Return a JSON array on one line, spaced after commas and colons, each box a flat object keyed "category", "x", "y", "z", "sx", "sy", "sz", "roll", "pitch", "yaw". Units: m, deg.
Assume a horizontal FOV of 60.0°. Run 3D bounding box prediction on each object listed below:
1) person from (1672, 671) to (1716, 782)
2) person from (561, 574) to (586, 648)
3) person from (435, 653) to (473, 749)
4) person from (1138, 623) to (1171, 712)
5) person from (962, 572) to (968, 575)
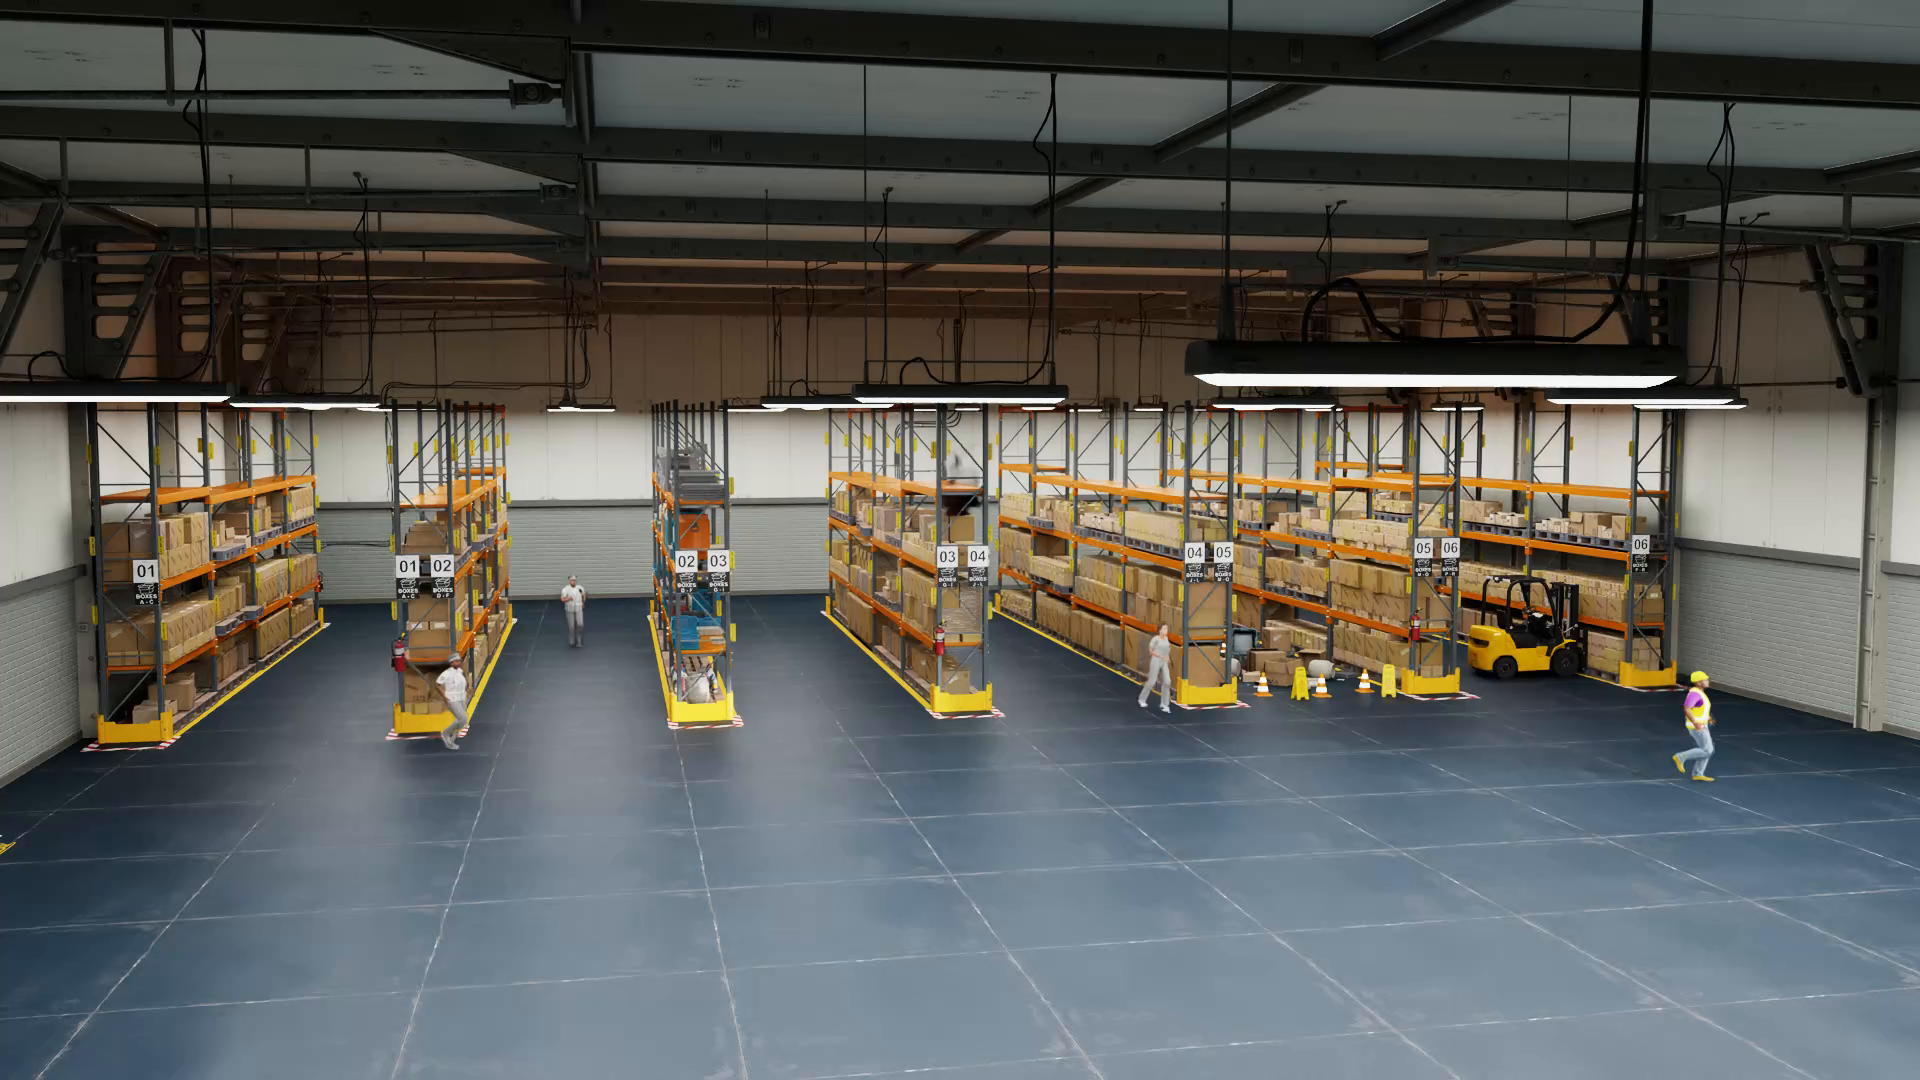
[{"category": "person", "x": 11.500, "y": 2.912, "z": 26.025, "sx": 0.603, "sy": 1.728, "sz": 0.722, "roll": 2, "pitch": 5, "yaw": 27}, {"category": "person", "x": -9.500, "y": 1.764, "z": 40.961, "sx": 0.640, "sy": 1.840, "sz": 0.726, "roll": -2, "pitch": 5, "yaw": -21}, {"category": "person", "x": -8.598, "y": 2.750, "z": 28.437, "sx": 0.568, "sy": 1.664, "sz": 0.565, "roll": 1, "pitch": 5, "yaw": 19}, {"category": "person", "x": 3.883, "y": 2.463, "z": 32.317, "sx": 0.612, "sy": 1.729, "sz": 0.773, "roll": -3, "pitch": 5, "yaw": -35}, {"category": "person", "x": 0.247, "y": 1.147, "z": 49.249, "sx": 0.714, "sy": 1.727, "sz": 0.741, "roll": -4, "pitch": 6, "yaw": -43}]
